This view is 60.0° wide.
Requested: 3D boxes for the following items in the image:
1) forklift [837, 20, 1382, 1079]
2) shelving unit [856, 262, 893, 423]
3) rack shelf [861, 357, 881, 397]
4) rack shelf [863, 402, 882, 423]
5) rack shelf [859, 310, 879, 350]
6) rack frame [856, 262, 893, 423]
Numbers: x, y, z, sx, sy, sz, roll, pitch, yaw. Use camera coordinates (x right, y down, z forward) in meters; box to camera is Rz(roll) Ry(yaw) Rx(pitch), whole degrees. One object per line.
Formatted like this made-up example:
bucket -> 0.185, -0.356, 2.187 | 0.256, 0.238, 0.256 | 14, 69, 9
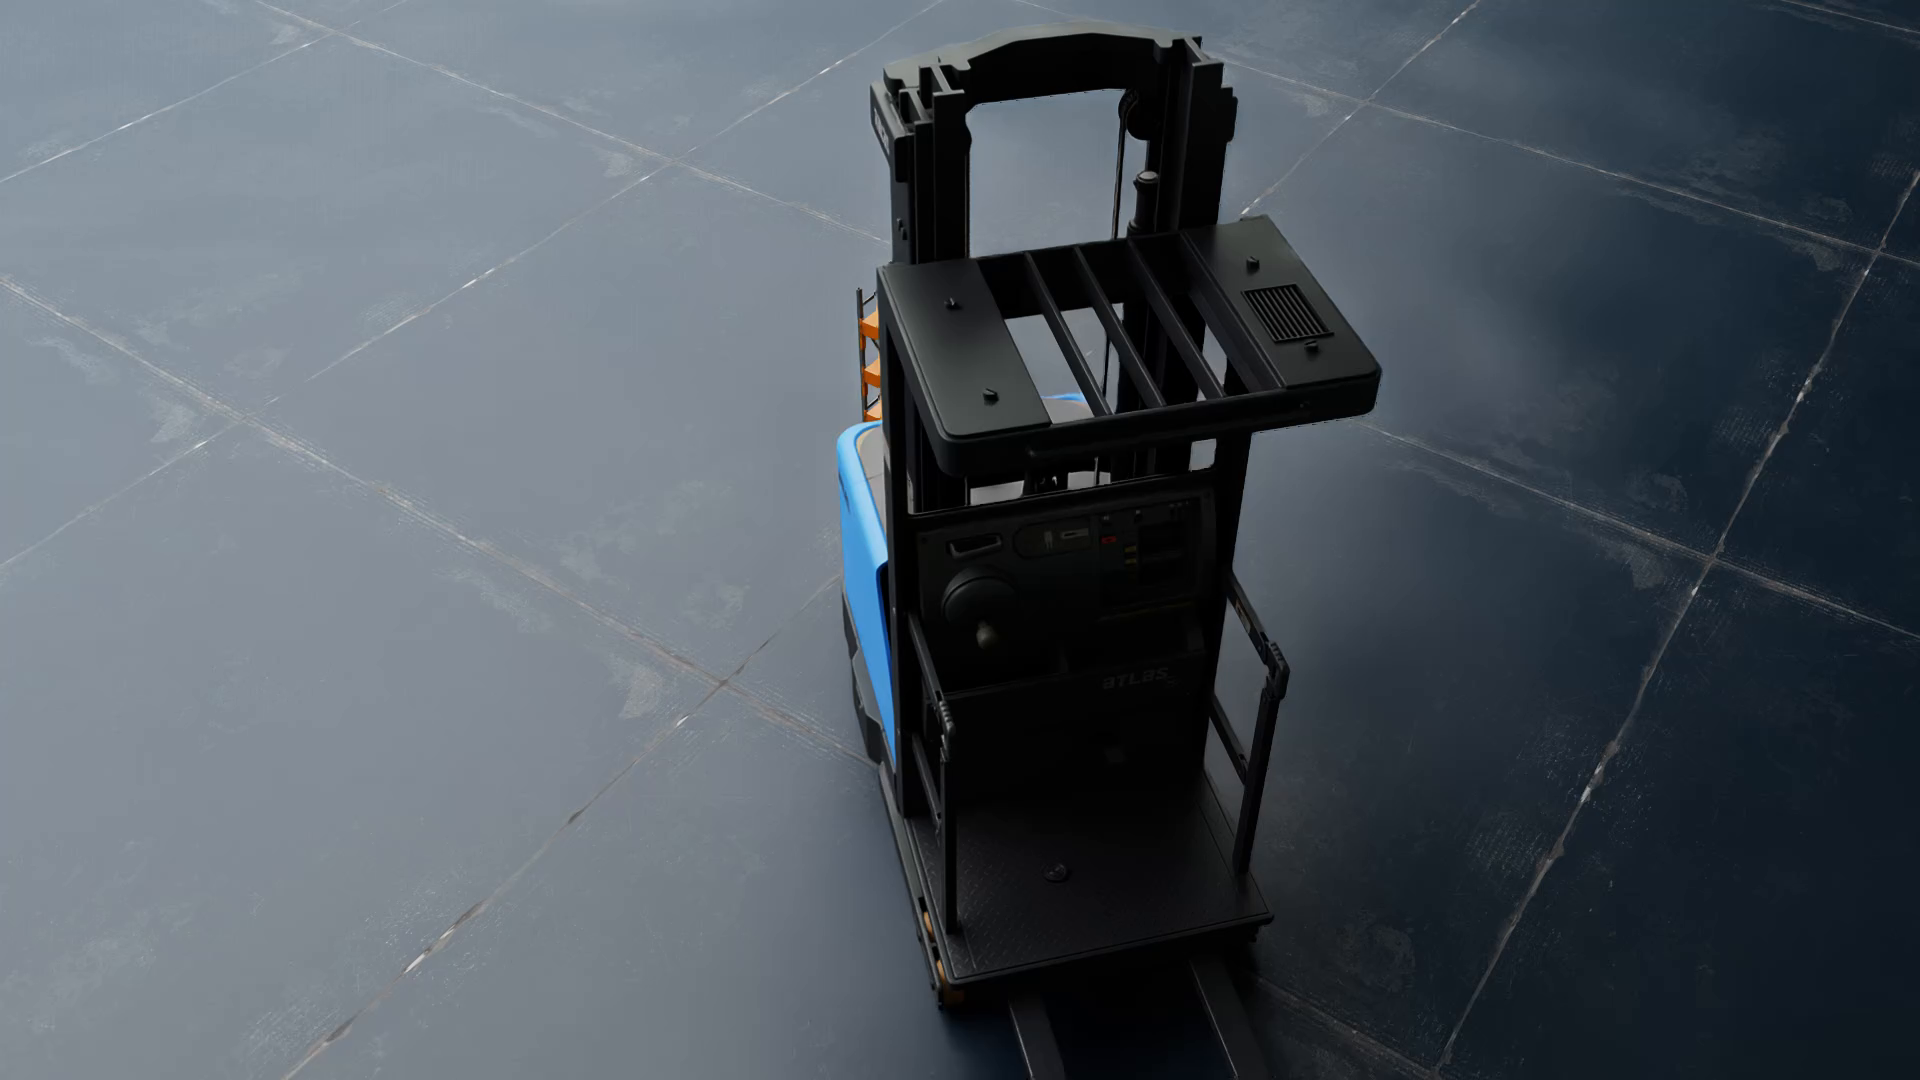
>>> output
forklift -> 0.381, 0.164, 4.868 | 1.130, 2.935, 3.031 | -9, 43, -10
shelving unit -> -0.136, -0.511, 6.921 | 0.503, 1.200, 0.258 | 25, 48, 25
rack shelf -> -0.136, -0.627, 6.816 | 0.480, 0.148, 0.258 | 25, 48, 25
rack shelf -> -0.136, -0.460, 6.966 | 0.480, 0.148, 0.258 | 25, 48, 25
rack shelf -> -0.136, -0.803, 6.659 | 0.480, 0.148, 0.258 | 25, 48, 25
rack frame -> -0.335, -0.604, 7.025 | 0.015, 1.200, 0.240 | 25, 48, 25
